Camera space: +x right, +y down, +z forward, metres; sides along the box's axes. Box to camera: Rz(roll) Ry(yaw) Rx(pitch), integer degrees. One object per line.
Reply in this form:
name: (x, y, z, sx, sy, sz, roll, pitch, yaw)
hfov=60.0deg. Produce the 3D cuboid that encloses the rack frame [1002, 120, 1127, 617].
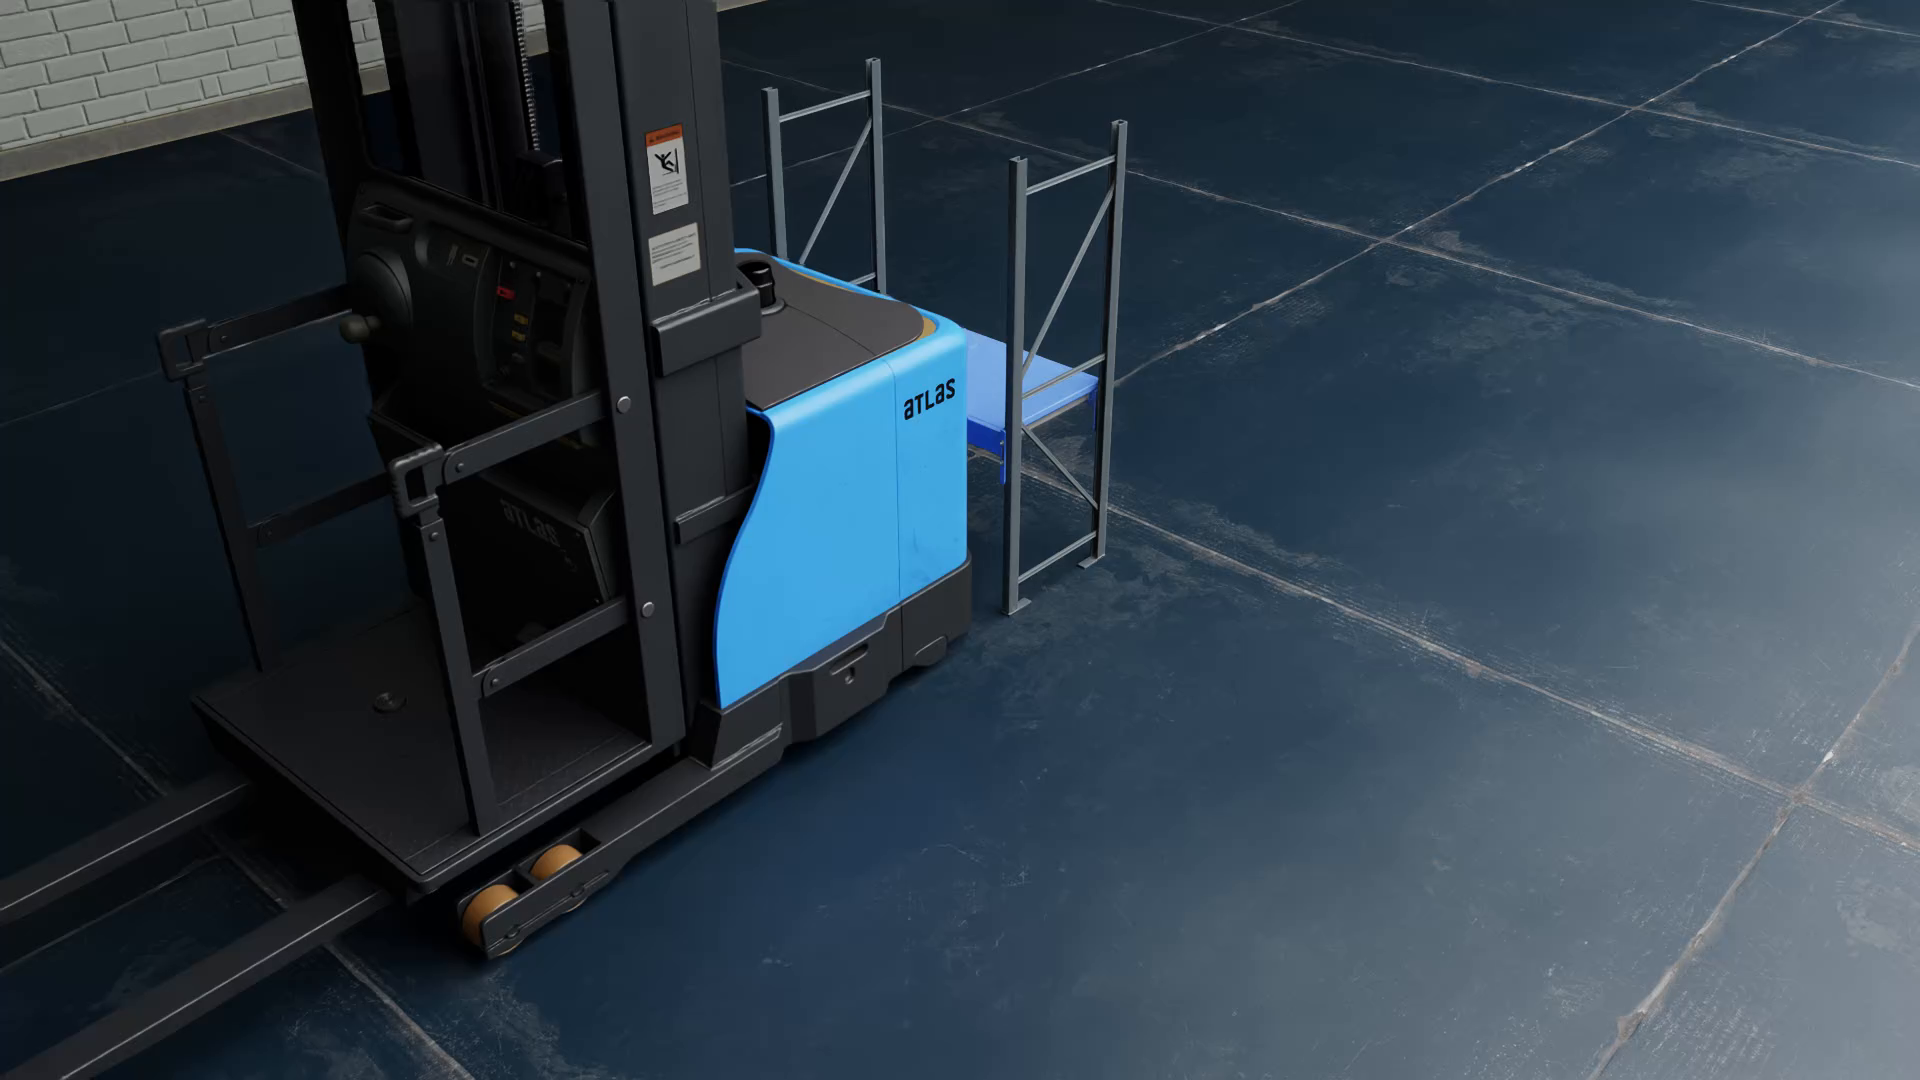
rack frame: (0.314, -0.496, 5.120, 0.032, 1.500, 0.500, 25, 39, 35)

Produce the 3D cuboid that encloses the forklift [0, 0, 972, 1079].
forklift: (-1.315, -0.538, 3.802, 1.130, 2.935, 3.031, 24, 39, 34)

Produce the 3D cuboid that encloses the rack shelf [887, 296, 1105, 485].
rack shelf: (-0.063, -0.518, 5.505, 1.000, 0.185, 0.538, 25, 39, 35)

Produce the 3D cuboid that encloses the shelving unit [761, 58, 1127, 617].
shelving unit: (-0.063, -0.672, 5.412, 1.048, 1.500, 0.538, 25, 39, 35)

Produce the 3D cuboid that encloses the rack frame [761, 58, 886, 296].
rack frame: (-0.440, -0.848, 5.704, 0.032, 1.500, 0.500, 25, 39, 35)
